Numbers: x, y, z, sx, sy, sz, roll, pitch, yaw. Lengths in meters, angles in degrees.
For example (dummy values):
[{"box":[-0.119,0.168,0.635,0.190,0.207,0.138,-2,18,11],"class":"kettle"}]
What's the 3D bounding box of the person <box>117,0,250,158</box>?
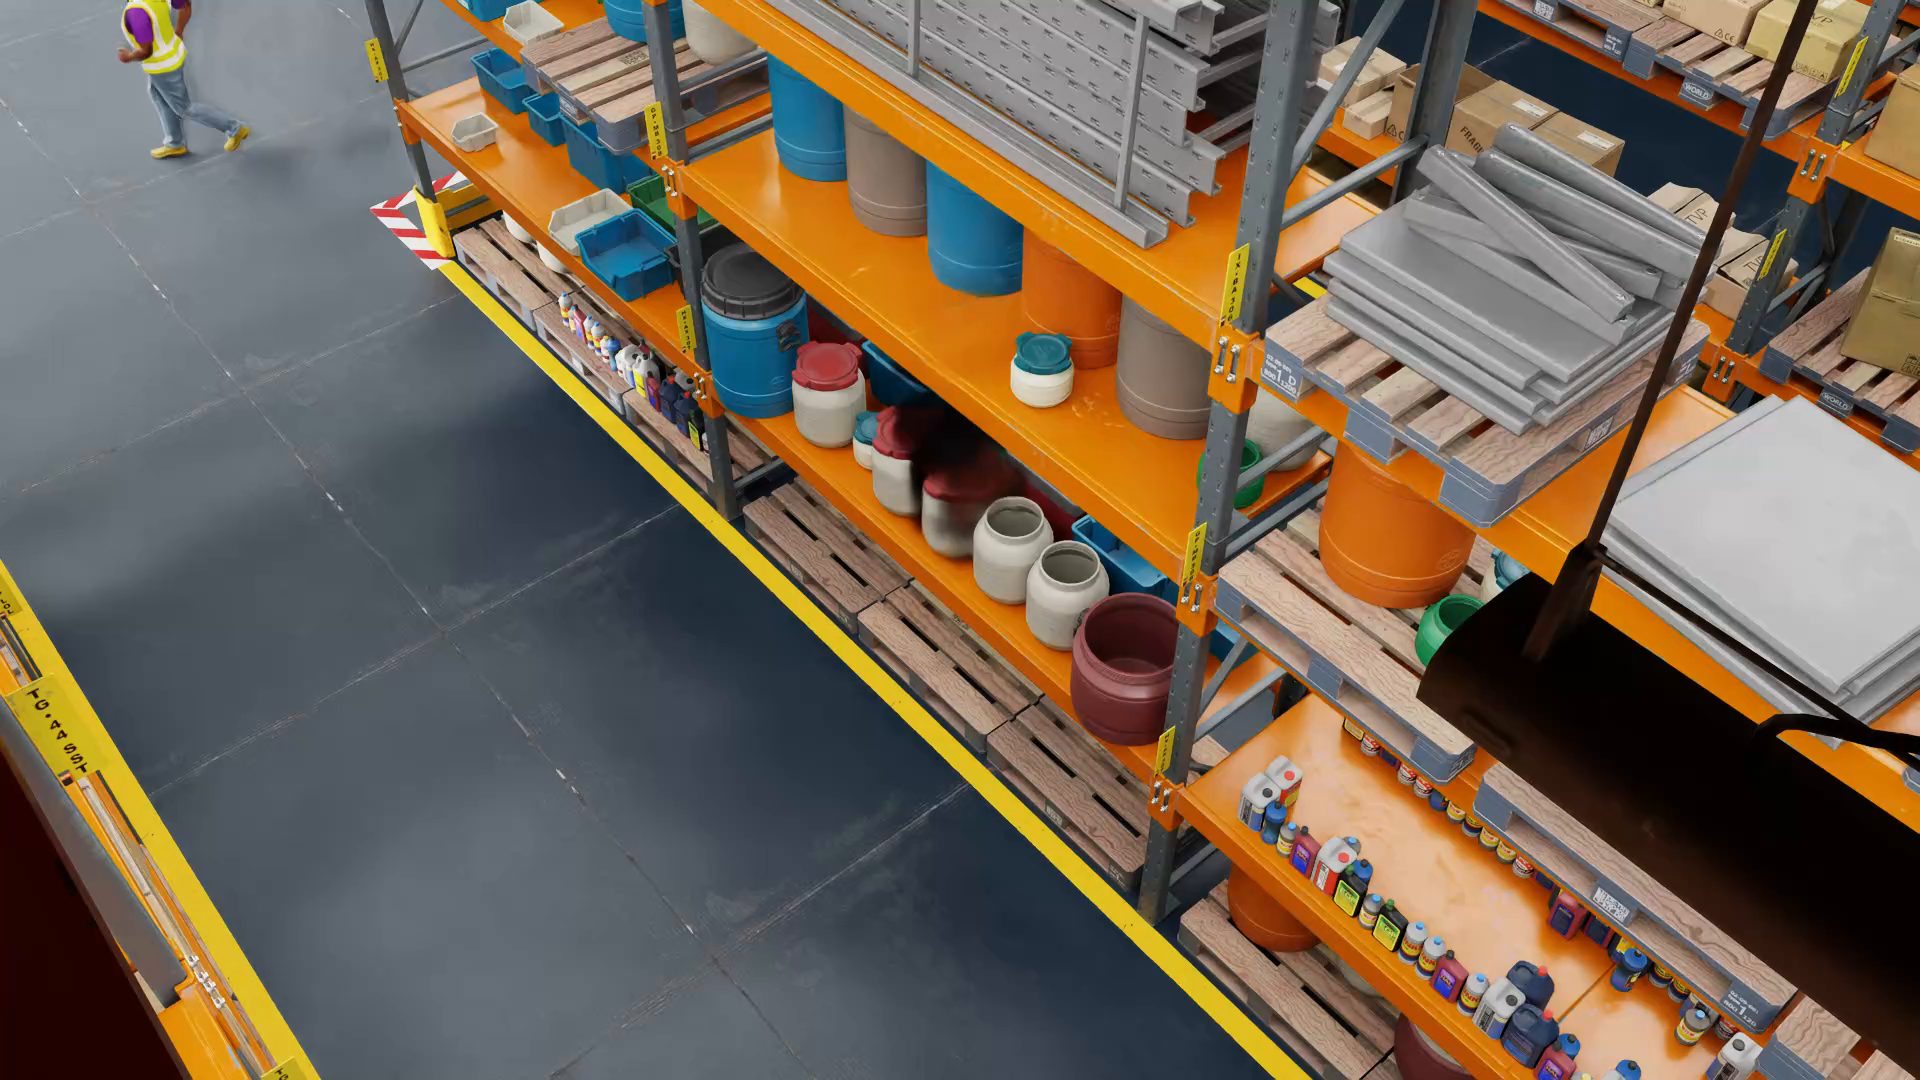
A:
[{"box":[-6.388,-3.854,13.434,0.913,1.772,0.708,-4,47,-4],"class":"person"}]
